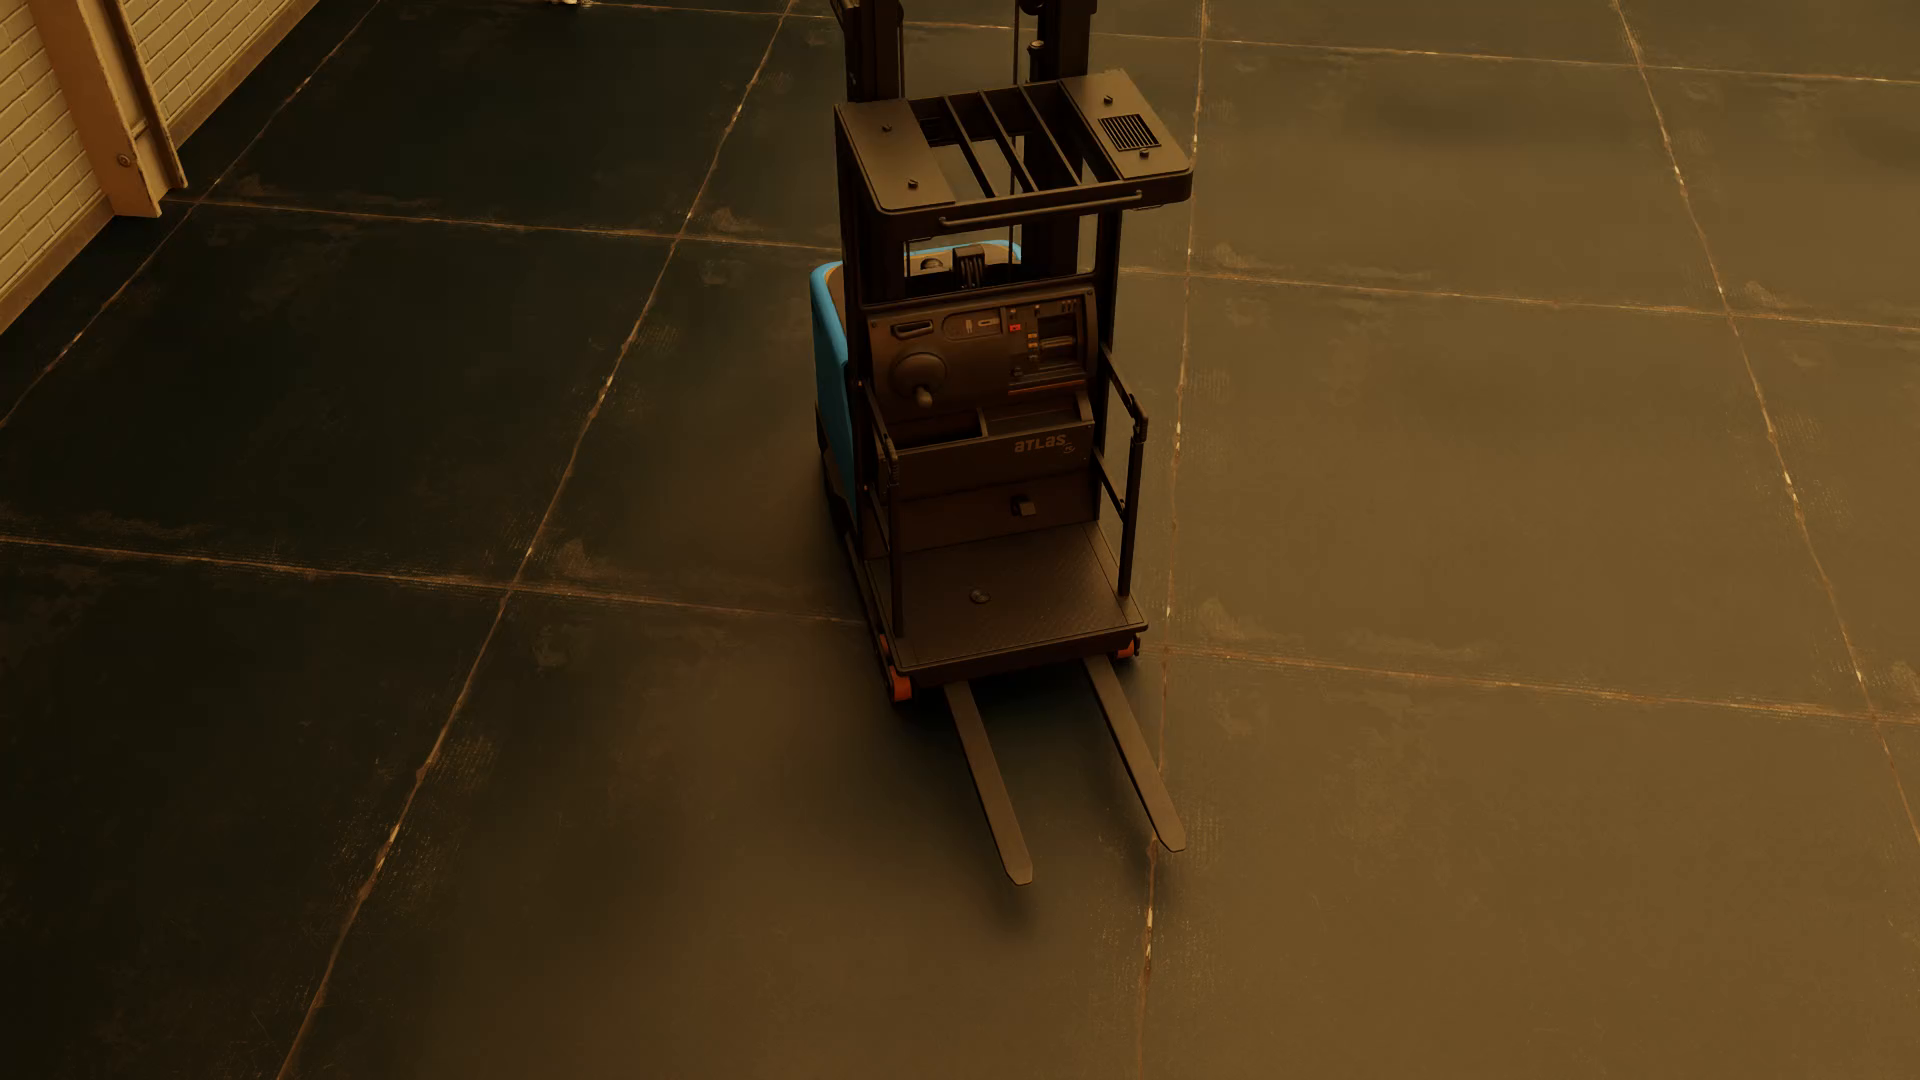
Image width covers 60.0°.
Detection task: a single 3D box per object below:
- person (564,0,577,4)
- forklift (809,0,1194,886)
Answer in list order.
[{"bbox_3d":[-2.867,-4.604,11.653,0.550,1.673,0.548,-14,44,-15],"label":"person"},{"bbox_3d":[0.153,-0.681,6.465,1.130,2.935,3.031,-10,44,-11],"label":"forklift"}]
